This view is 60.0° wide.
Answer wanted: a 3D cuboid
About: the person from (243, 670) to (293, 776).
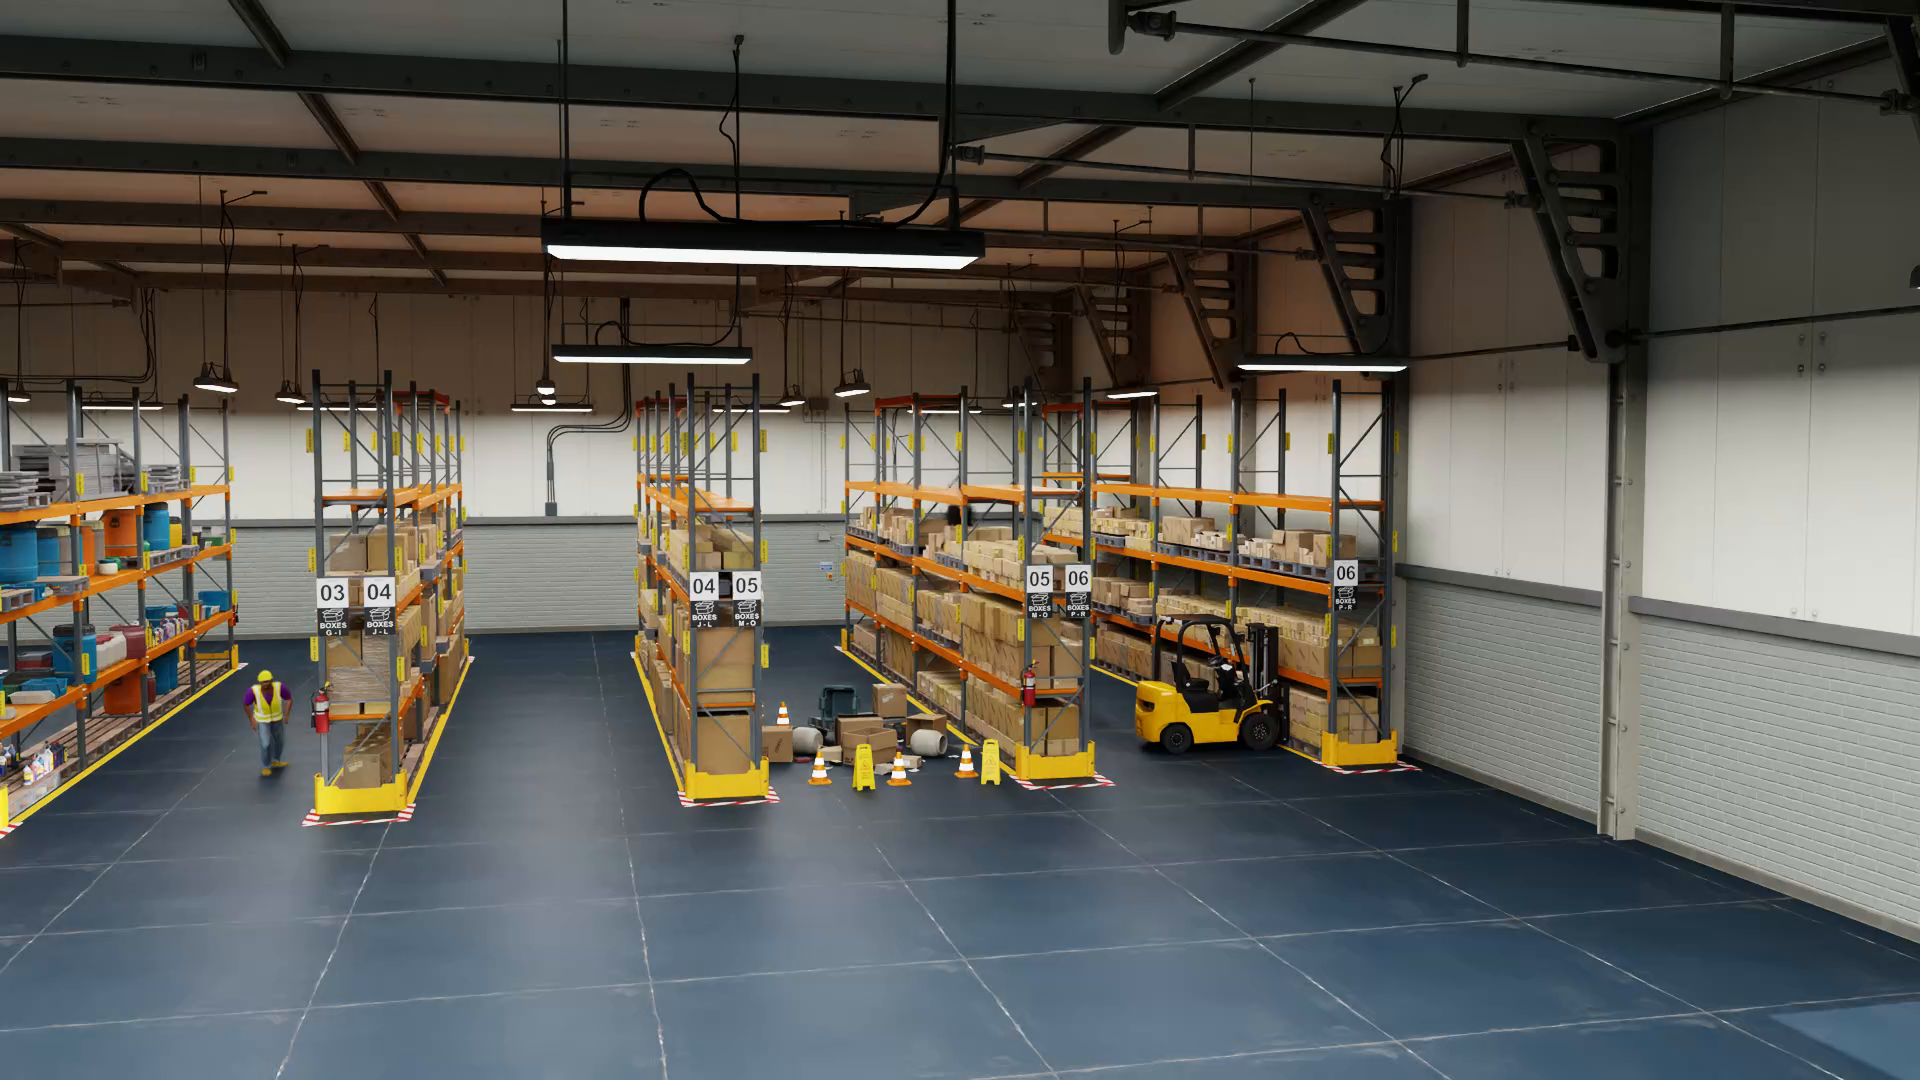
[{"bbox_3d":[-10.483,2.745,25.237,0.739,1.636,0.874,-3,4,-40],"label":"person"}]
